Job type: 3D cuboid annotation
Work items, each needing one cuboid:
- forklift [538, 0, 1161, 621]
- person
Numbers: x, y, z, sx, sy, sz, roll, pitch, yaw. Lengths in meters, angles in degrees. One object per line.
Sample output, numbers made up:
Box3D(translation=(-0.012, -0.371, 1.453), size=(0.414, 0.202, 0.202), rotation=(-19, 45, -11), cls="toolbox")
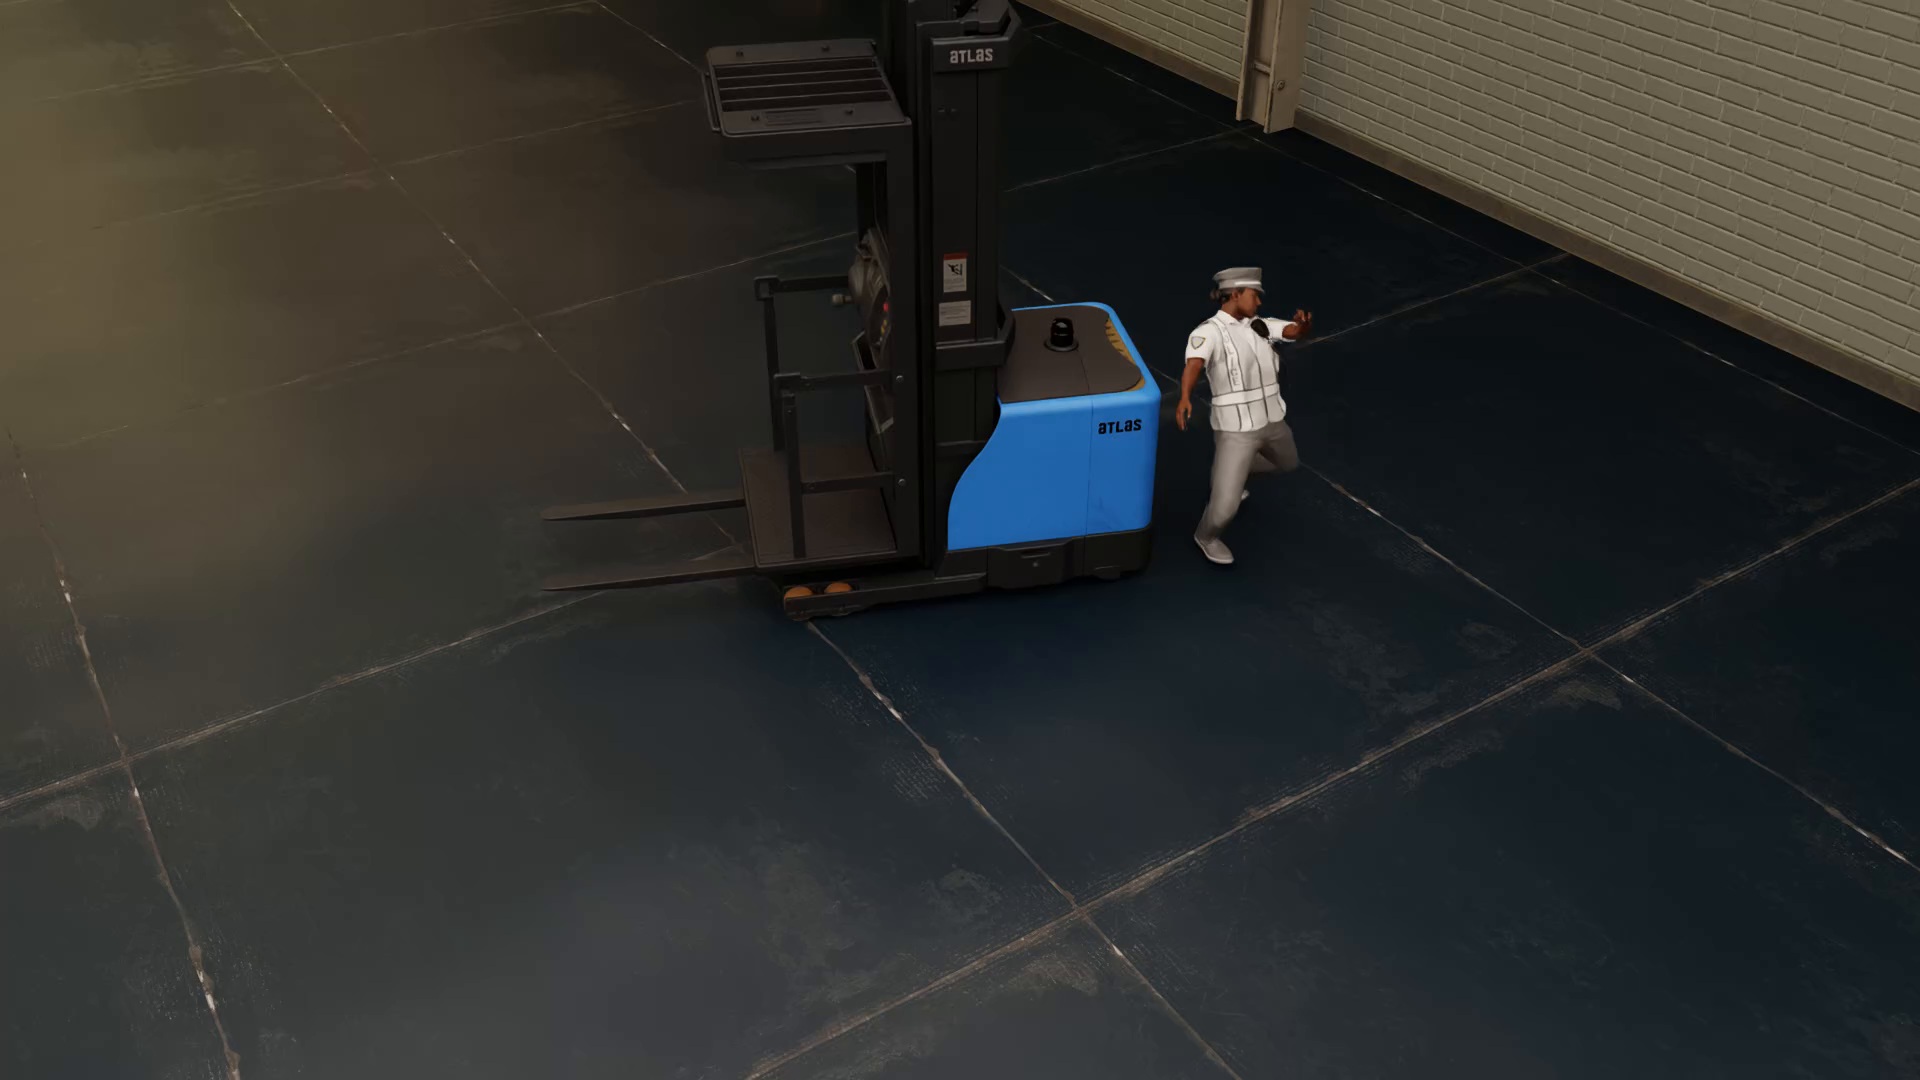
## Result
Box3D(translation=(-0.599, -1.134, 7.761), size=(3.031, 2.935, 1.130), rotation=(-6, 36, -9), cls="forklift")
Box3D(translation=(1.295, -0.555, 8.192), size=(1.000, 1.438, 0.711), rotation=(-29, 44, -34), cls="person")
